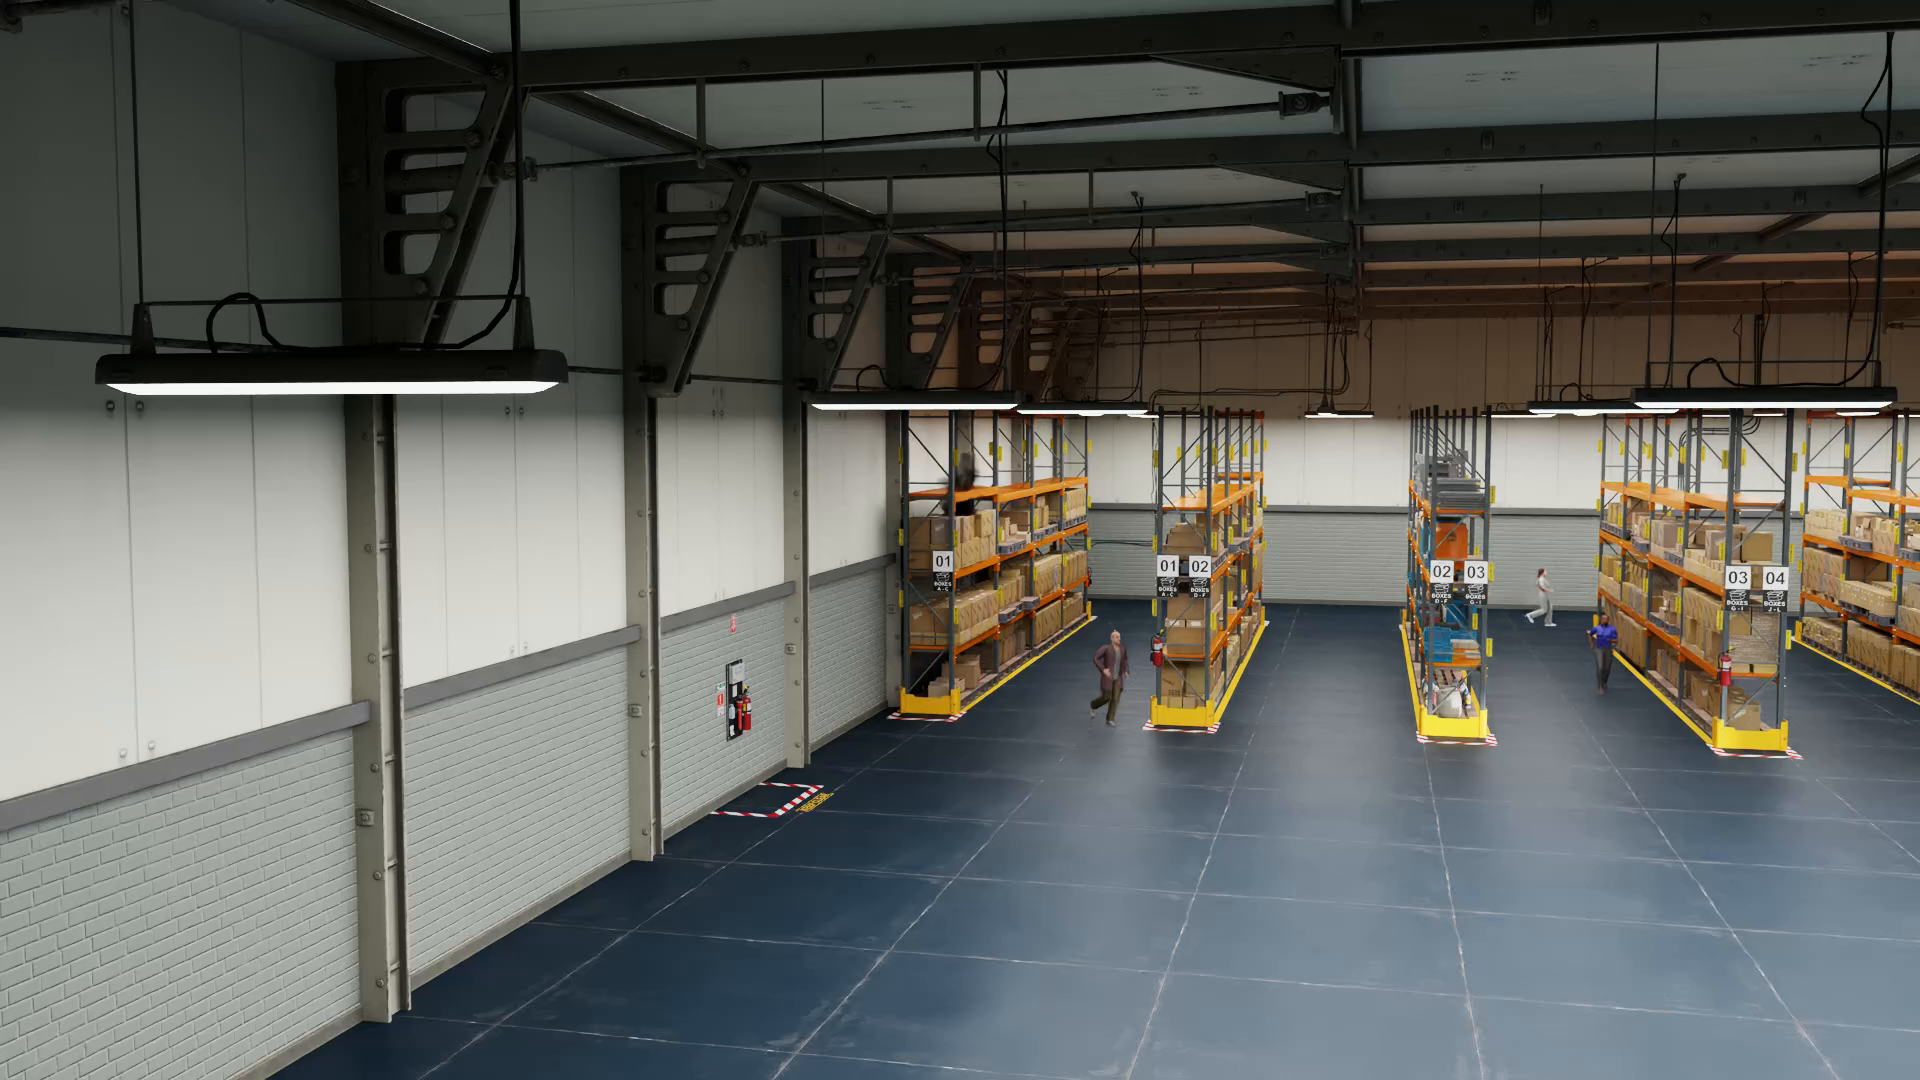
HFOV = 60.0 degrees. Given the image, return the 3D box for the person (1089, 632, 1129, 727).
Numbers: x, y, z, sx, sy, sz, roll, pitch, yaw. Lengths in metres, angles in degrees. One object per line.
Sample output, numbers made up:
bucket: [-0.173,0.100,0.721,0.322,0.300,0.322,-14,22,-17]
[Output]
person: [2.869,2.579,31.109,0.773,1.720,0.917,-2,4,-23]

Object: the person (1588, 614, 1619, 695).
person: [13.510,2.371,34.898,0.570,1.658,0.929,1,4,12]

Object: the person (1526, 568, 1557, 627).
person: [16.170,1.591,46.204,0.806,1.634,0.575,1,4,17]
